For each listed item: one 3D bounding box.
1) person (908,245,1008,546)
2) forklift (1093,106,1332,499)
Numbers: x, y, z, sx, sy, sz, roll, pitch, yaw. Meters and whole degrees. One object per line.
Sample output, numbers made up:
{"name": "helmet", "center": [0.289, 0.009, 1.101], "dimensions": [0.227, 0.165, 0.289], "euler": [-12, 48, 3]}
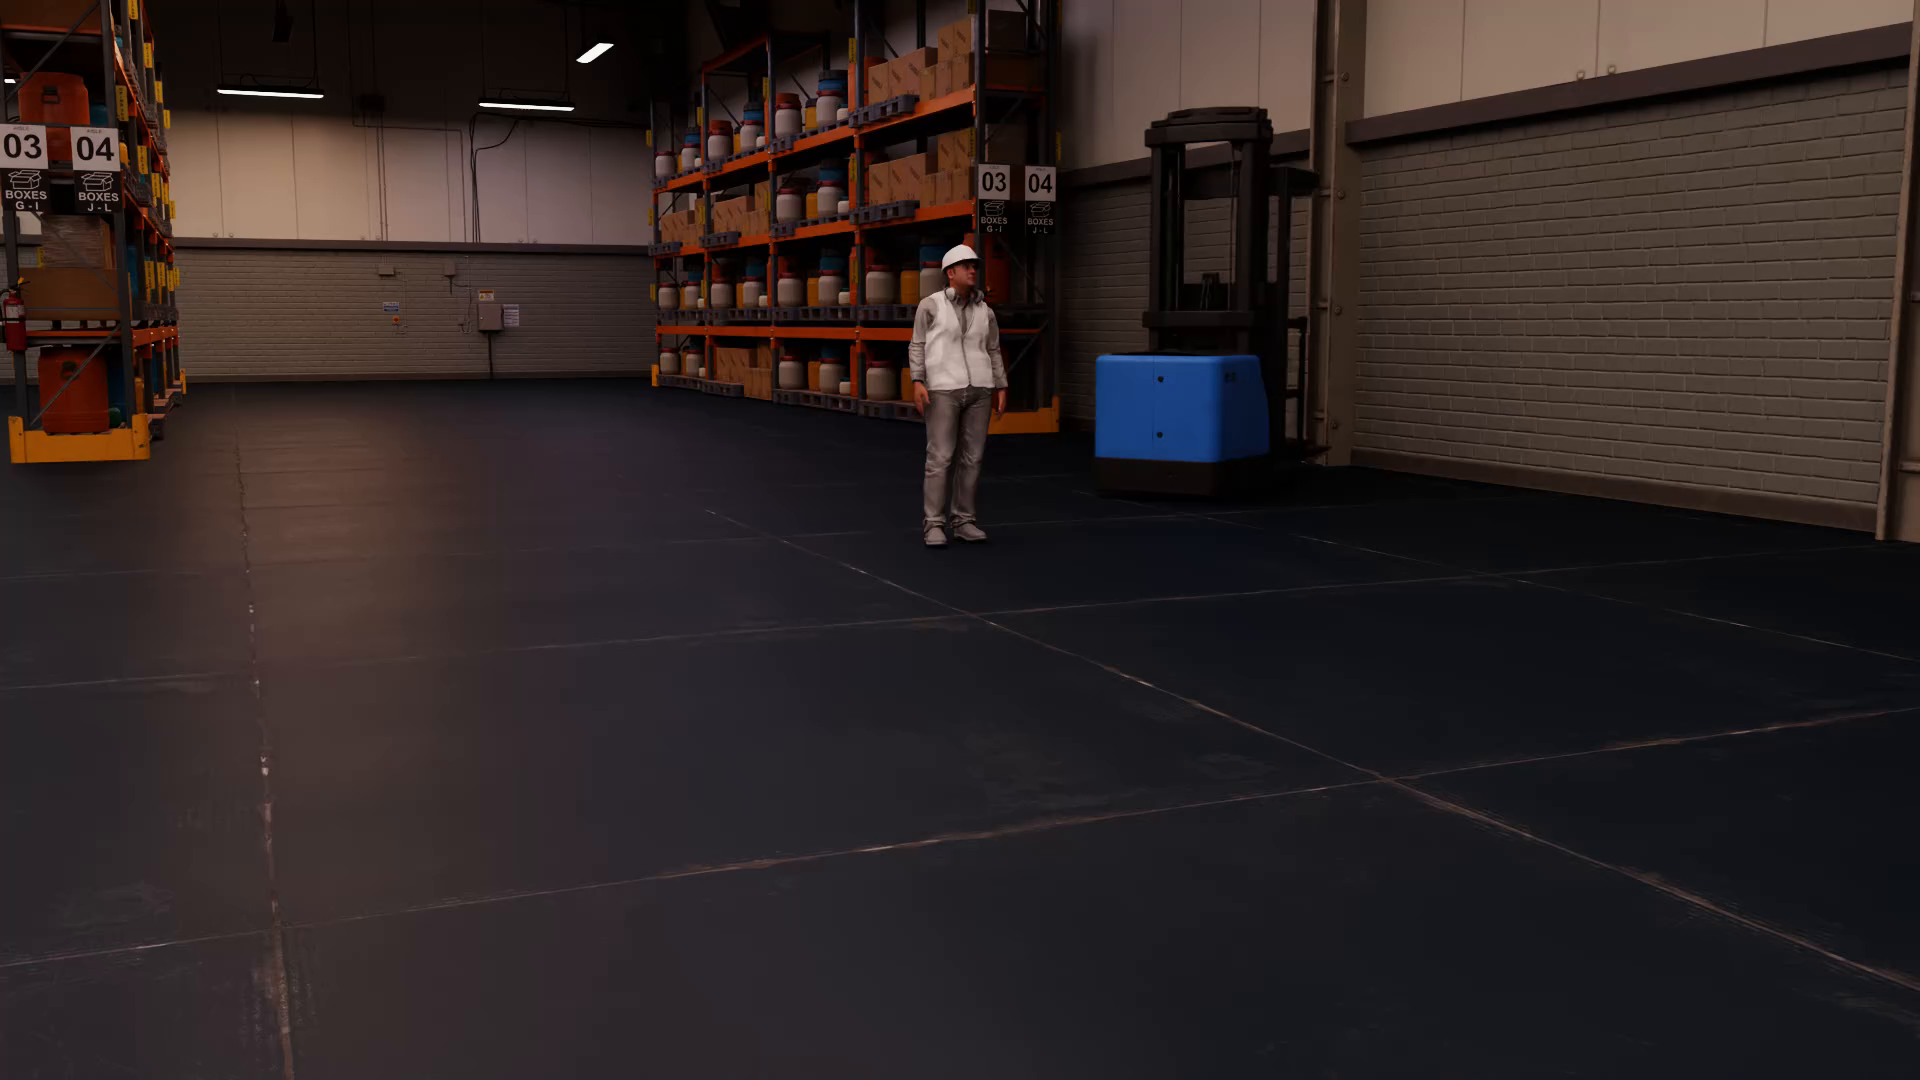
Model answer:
{"name": "person", "center": [0.017, -0.879, 9.977], "dimensions": [0.632, 1.773, 0.568], "euler": [-3, 8, -23]}
{"name": "forklift", "center": [2.201, -1.903, 13.379], "dimensions": [1.130, 2.935, 3.031], "euler": [5, 9, 31]}
